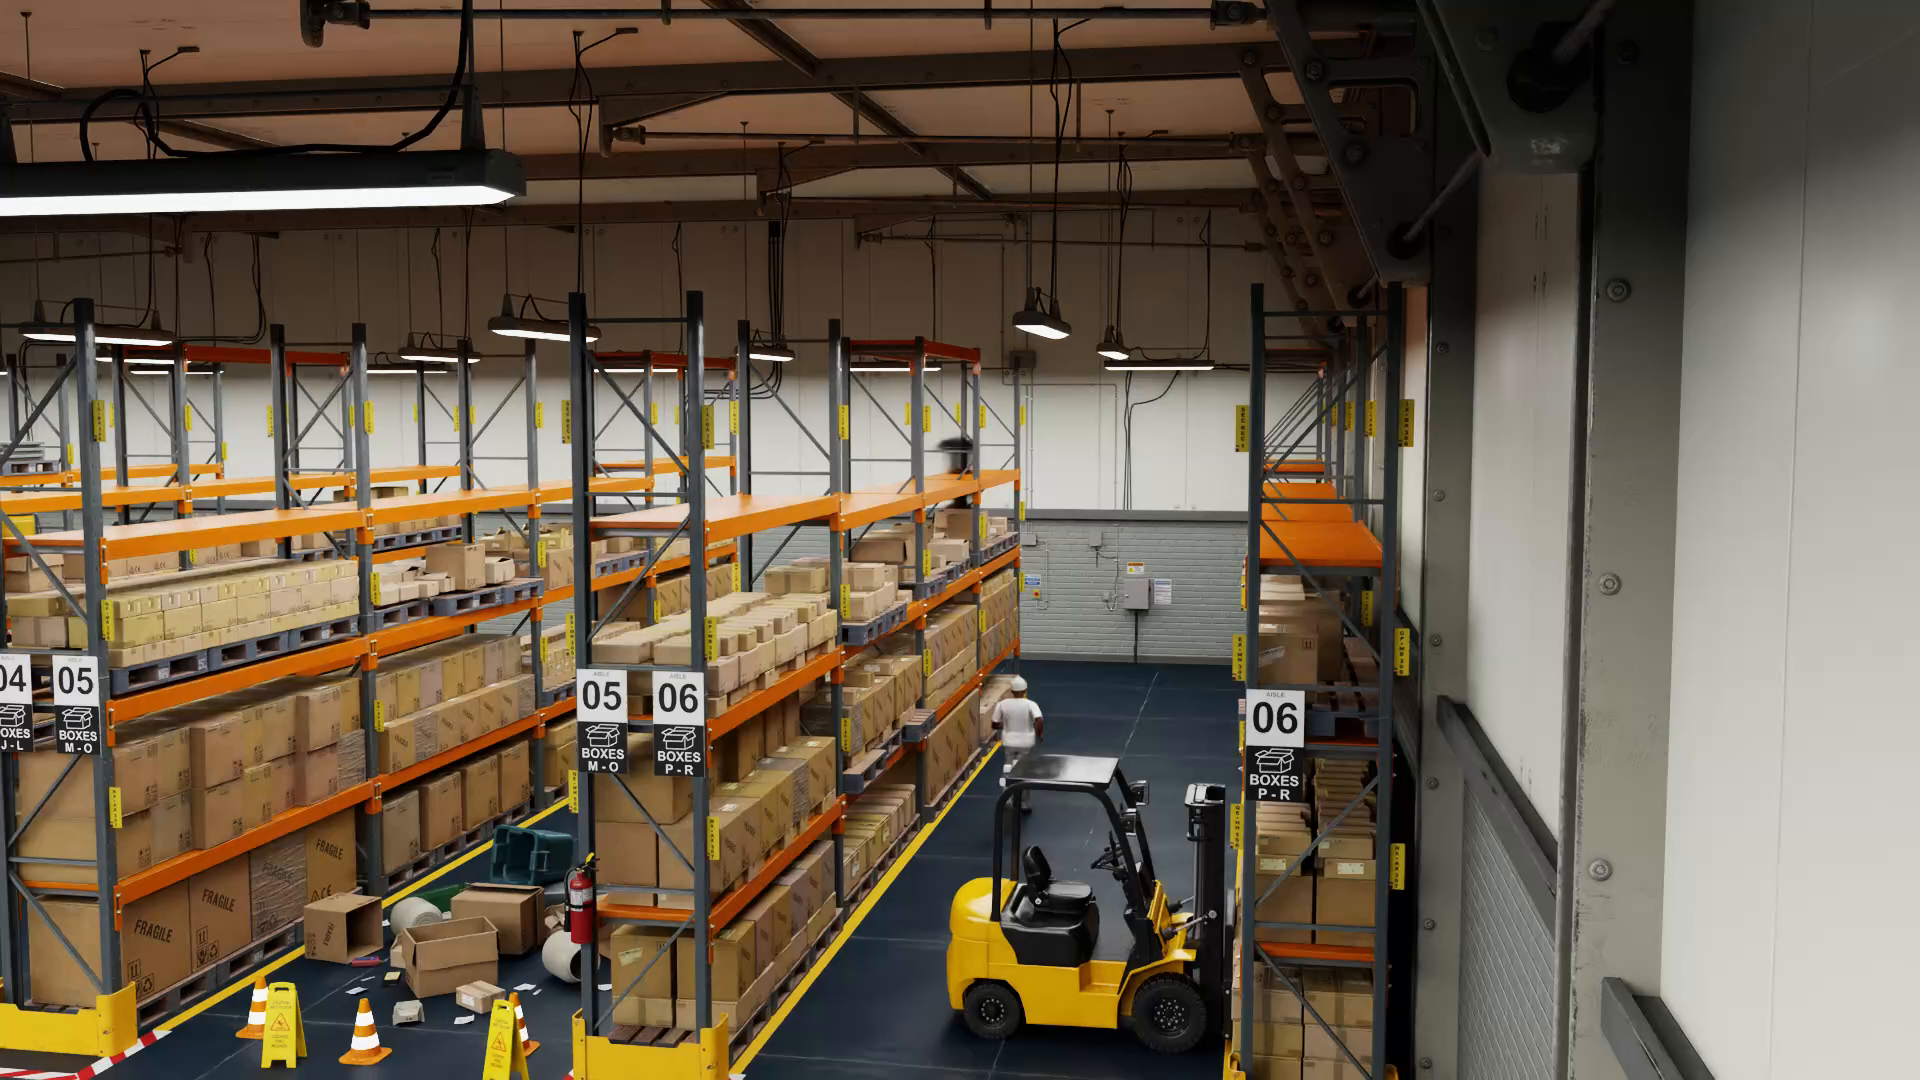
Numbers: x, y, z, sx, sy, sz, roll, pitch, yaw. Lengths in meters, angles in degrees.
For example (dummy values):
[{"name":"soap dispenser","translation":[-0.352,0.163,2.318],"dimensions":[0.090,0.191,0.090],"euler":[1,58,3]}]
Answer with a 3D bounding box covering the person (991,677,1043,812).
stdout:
[{"name":"person","translation":[0.735,2.600,20.911],"dimensions":[0.702,1.773,0.969],"euler":[1,5,13]}]
